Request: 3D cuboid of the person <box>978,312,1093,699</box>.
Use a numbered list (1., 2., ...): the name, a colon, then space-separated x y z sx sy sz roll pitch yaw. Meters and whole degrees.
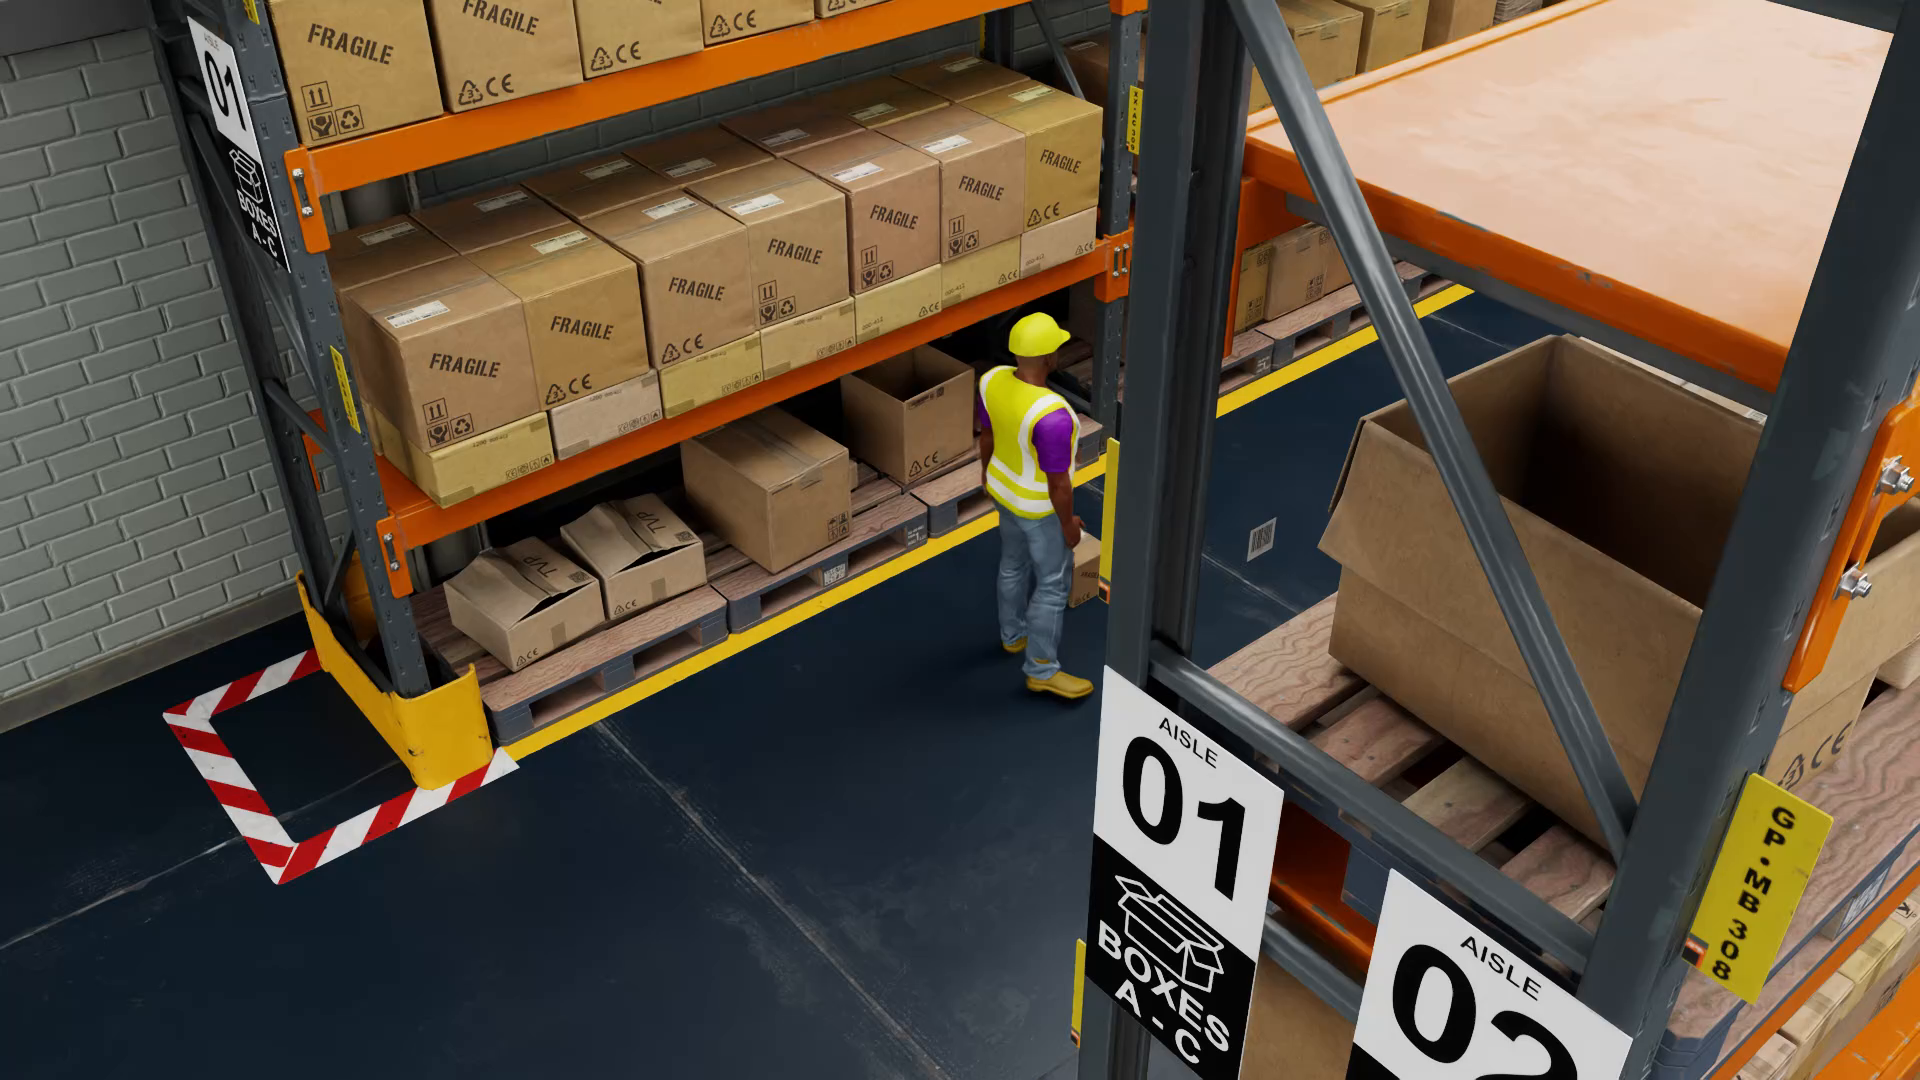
1. person: 0.360 -0.174 7.284 0.397 1.769 0.765 -21 41 -27
